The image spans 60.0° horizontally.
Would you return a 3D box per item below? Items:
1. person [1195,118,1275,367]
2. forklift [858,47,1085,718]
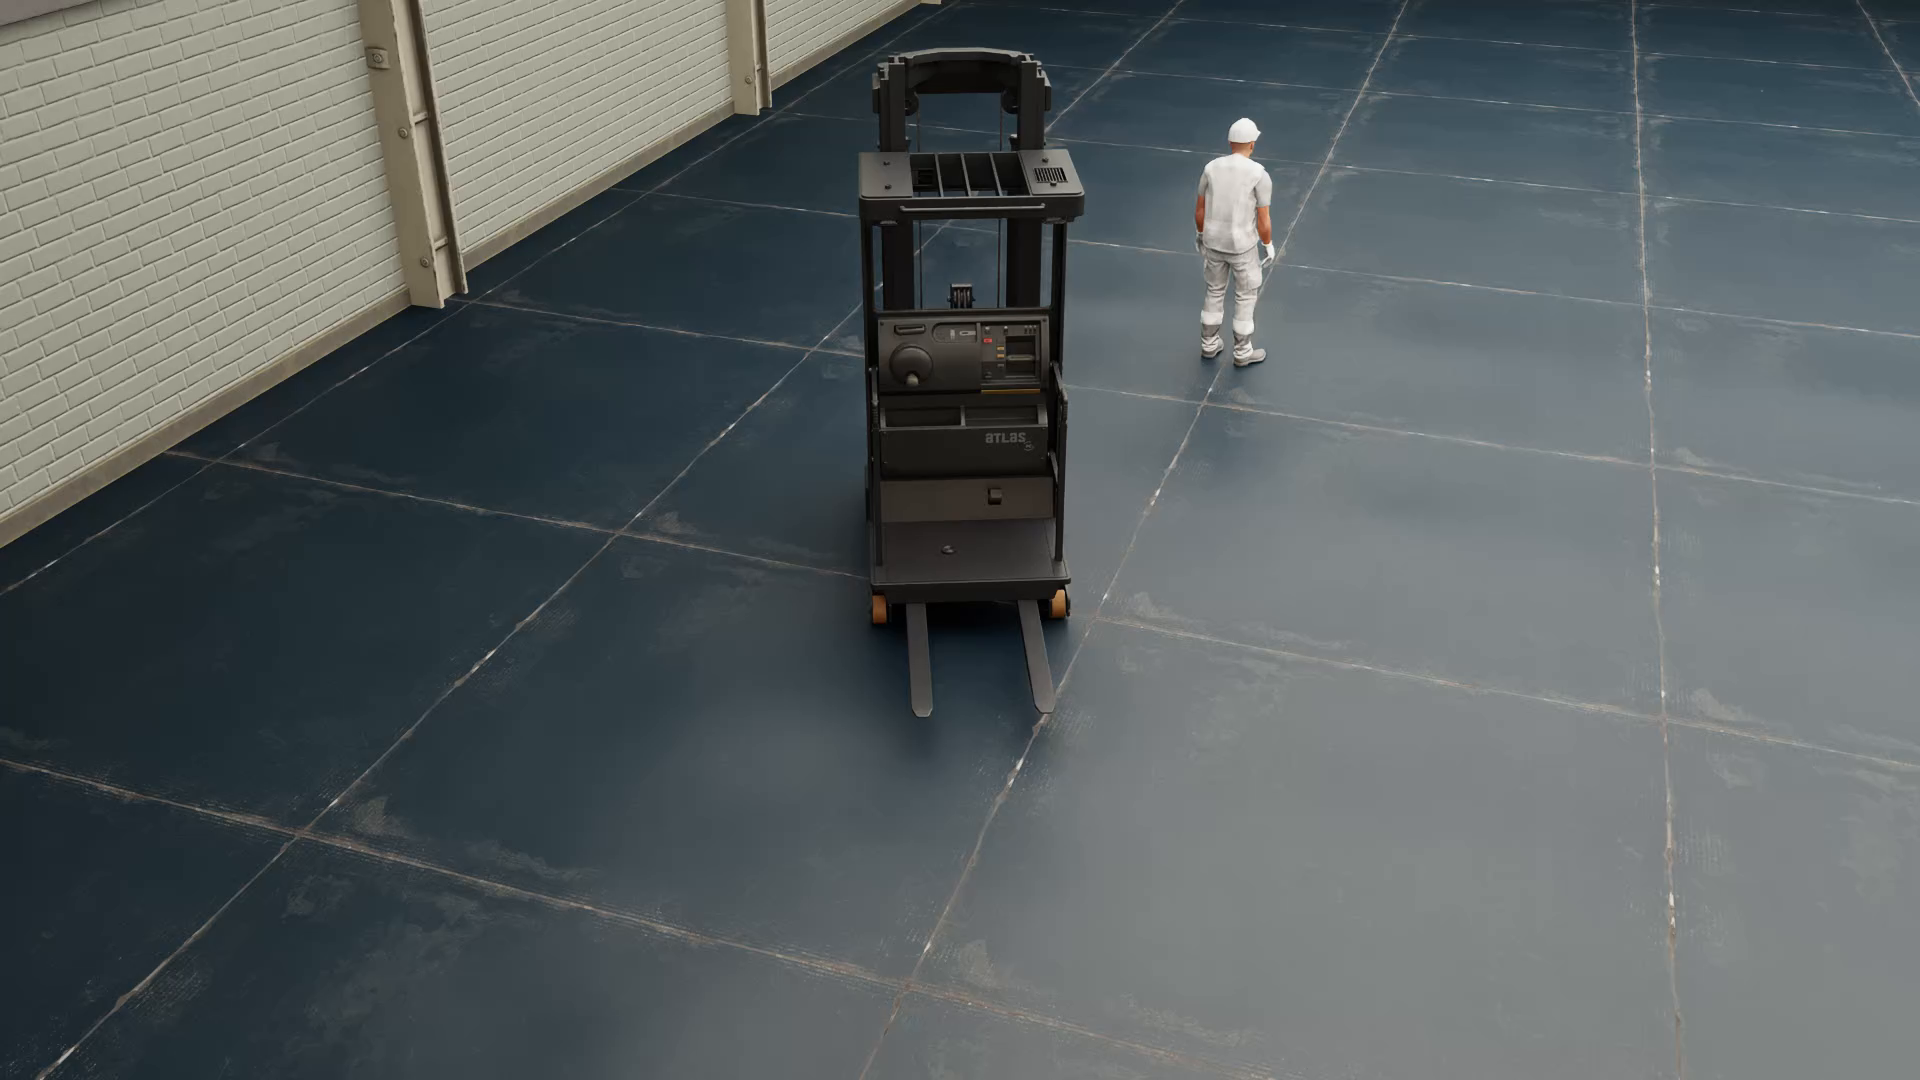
[{"bbox_3d":[1.988,-2.159,12.089,0.623,1.780,0.446,19,35,30],"label":"person"},{"bbox_3d":[0.035,-0.972,8.842,1.130,2.935,3.031,-2,30,-3],"label":"forklift"}]
